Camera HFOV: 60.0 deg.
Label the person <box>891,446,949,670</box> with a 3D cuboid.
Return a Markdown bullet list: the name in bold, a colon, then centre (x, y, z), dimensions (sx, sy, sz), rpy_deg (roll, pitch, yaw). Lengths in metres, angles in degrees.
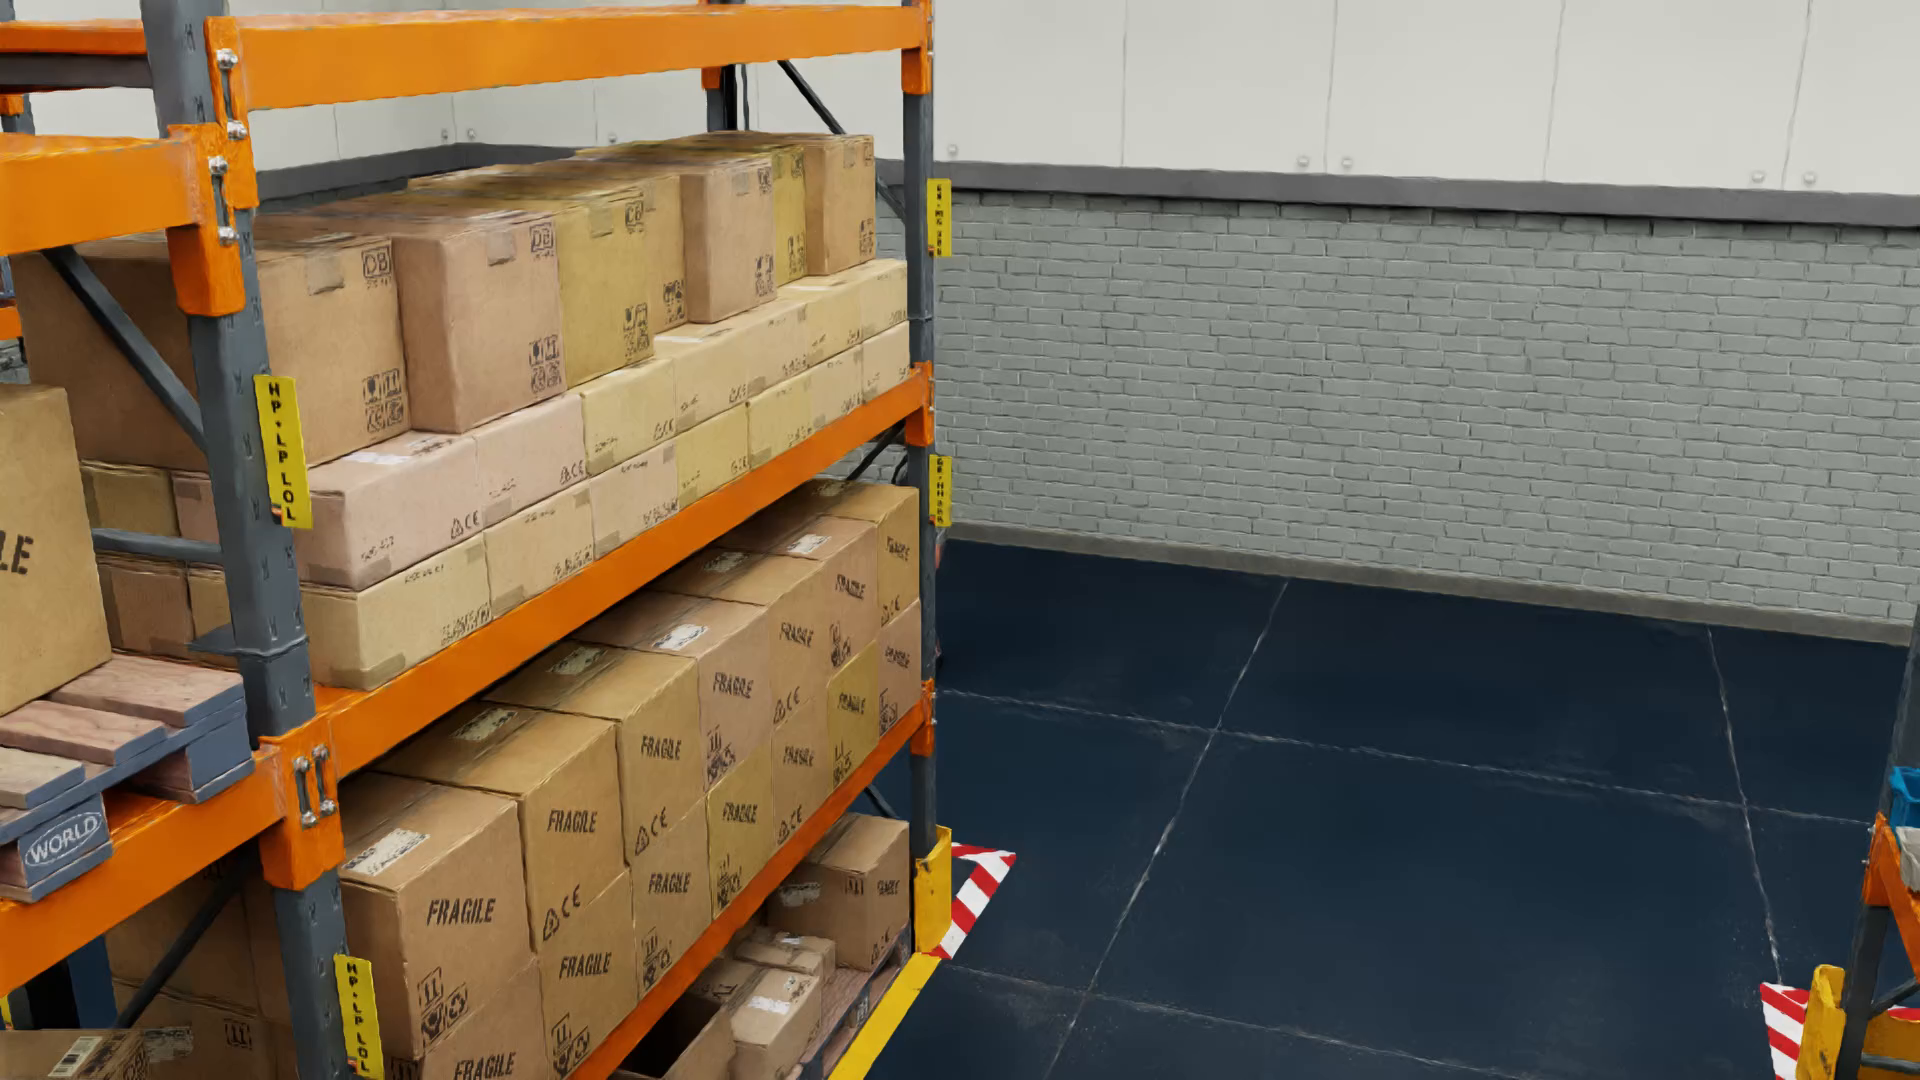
- **person**: centre (-0.311, 0.067, 10.988), dimensions (0.460, 1.761, 0.614), rpy_deg (-10, 21, -26)
